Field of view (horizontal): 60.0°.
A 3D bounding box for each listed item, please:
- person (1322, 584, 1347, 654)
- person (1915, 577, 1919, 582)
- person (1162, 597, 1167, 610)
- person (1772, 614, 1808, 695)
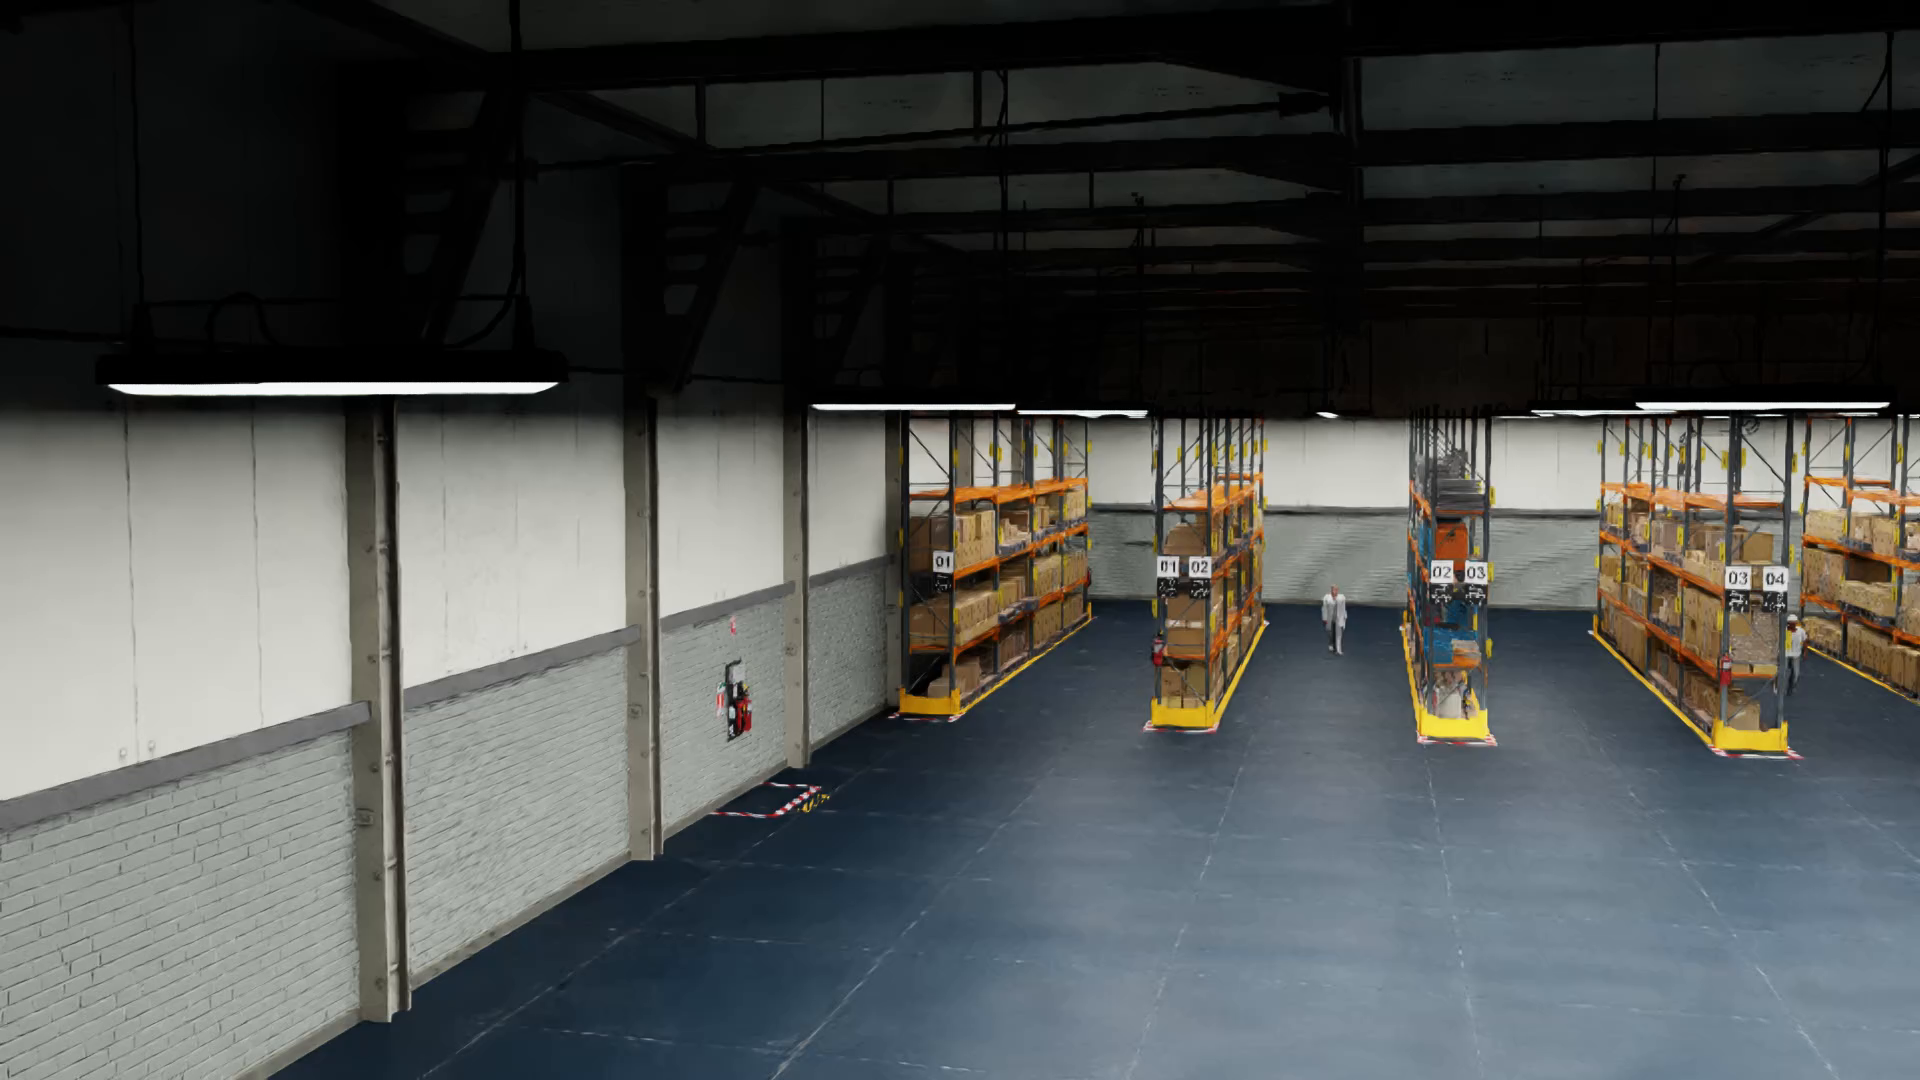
[{"bbox_3d":[9.194,1.924,40.885,0.585,1.698,1.194,1,4,16],"label":"person"},{"bbox_3d":[25.206,1.787,43.540,0.523,1.651,0.570,-1,4,-13],"label":"person"},{"bbox_3d":[5.680,1.733,44.379,0.603,1.620,0.831,1,4,19],"label":"person"},{"bbox_3d":[17.279,2.389,34.658,0.719,1.714,0.578,1,4,12],"label":"person"}]
